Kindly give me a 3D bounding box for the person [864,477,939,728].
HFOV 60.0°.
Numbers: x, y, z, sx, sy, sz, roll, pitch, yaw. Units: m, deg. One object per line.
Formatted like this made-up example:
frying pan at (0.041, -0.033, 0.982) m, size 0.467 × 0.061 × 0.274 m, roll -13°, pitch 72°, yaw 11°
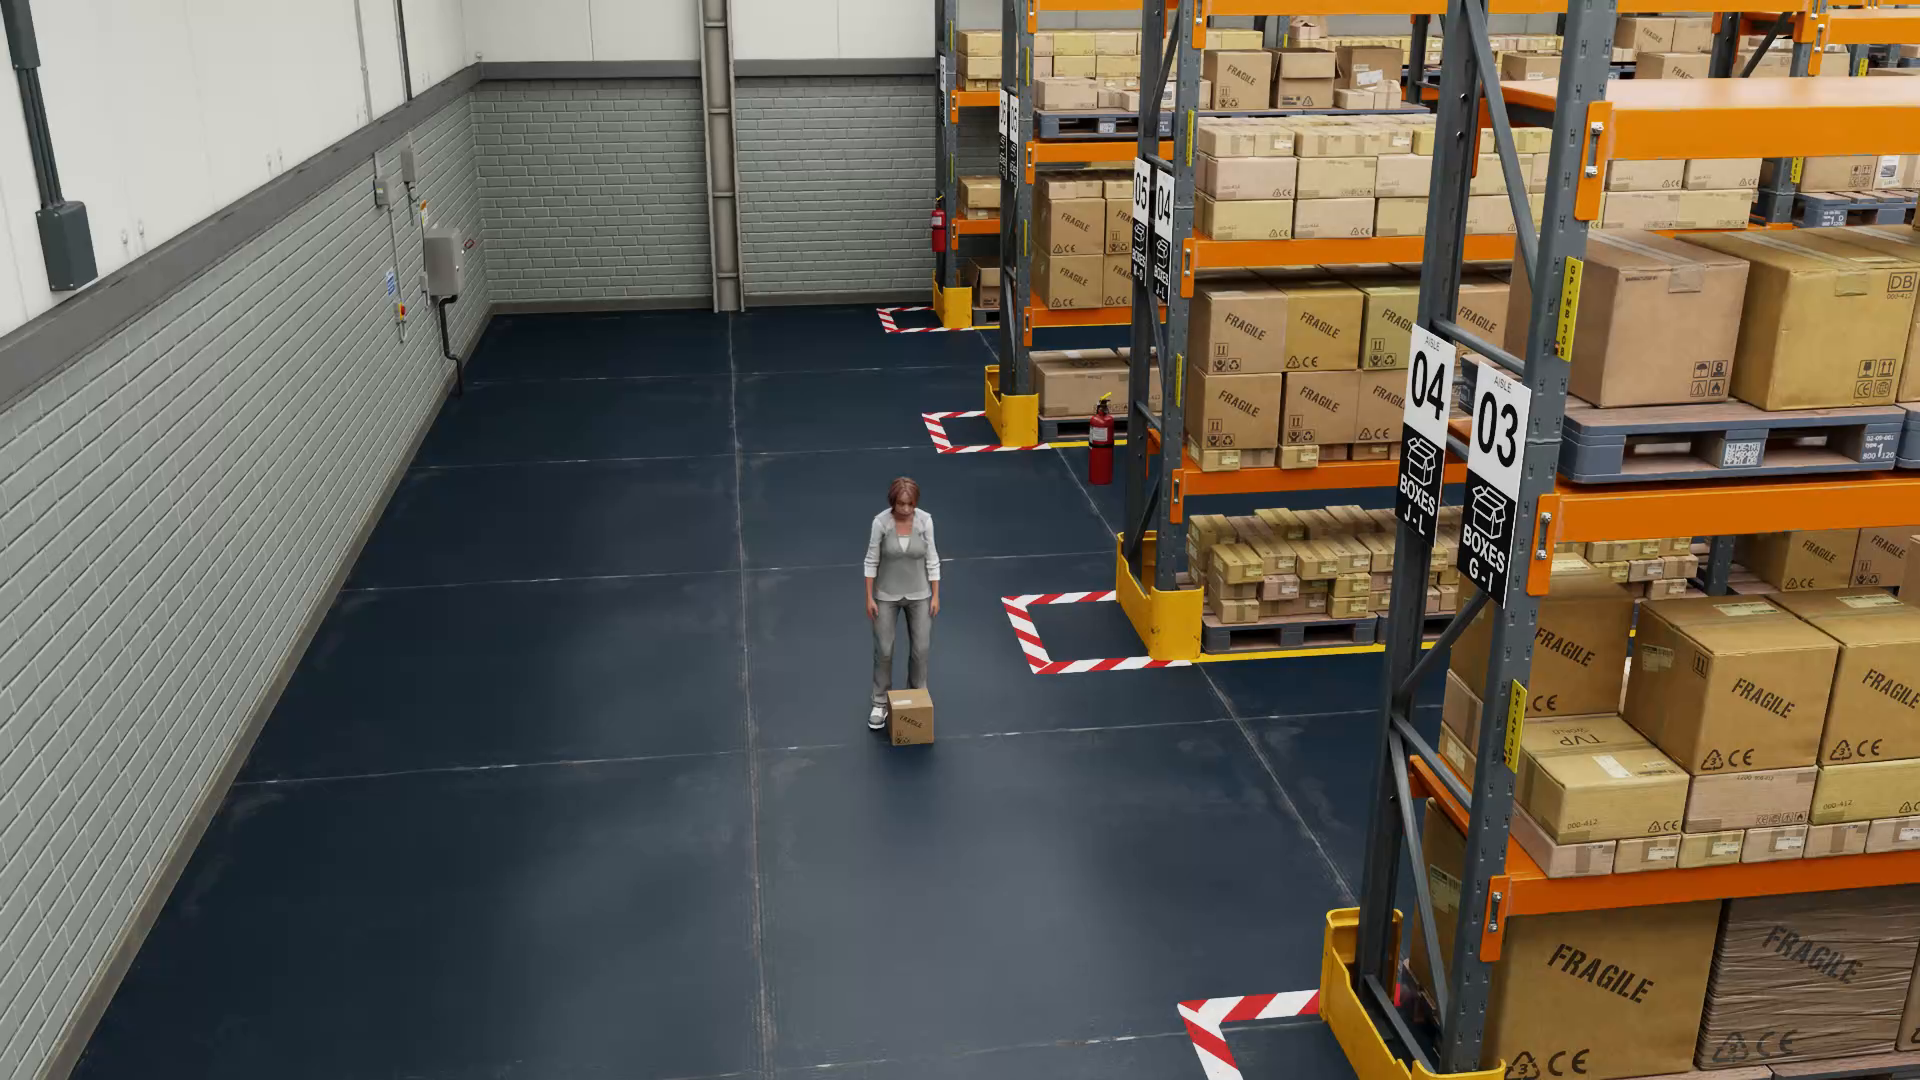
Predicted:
person at (-0.350, 0.364, 10.108) m, size 0.462 × 1.593 × 0.343 m, roll -3°, pitch 20°, yaw -7°
